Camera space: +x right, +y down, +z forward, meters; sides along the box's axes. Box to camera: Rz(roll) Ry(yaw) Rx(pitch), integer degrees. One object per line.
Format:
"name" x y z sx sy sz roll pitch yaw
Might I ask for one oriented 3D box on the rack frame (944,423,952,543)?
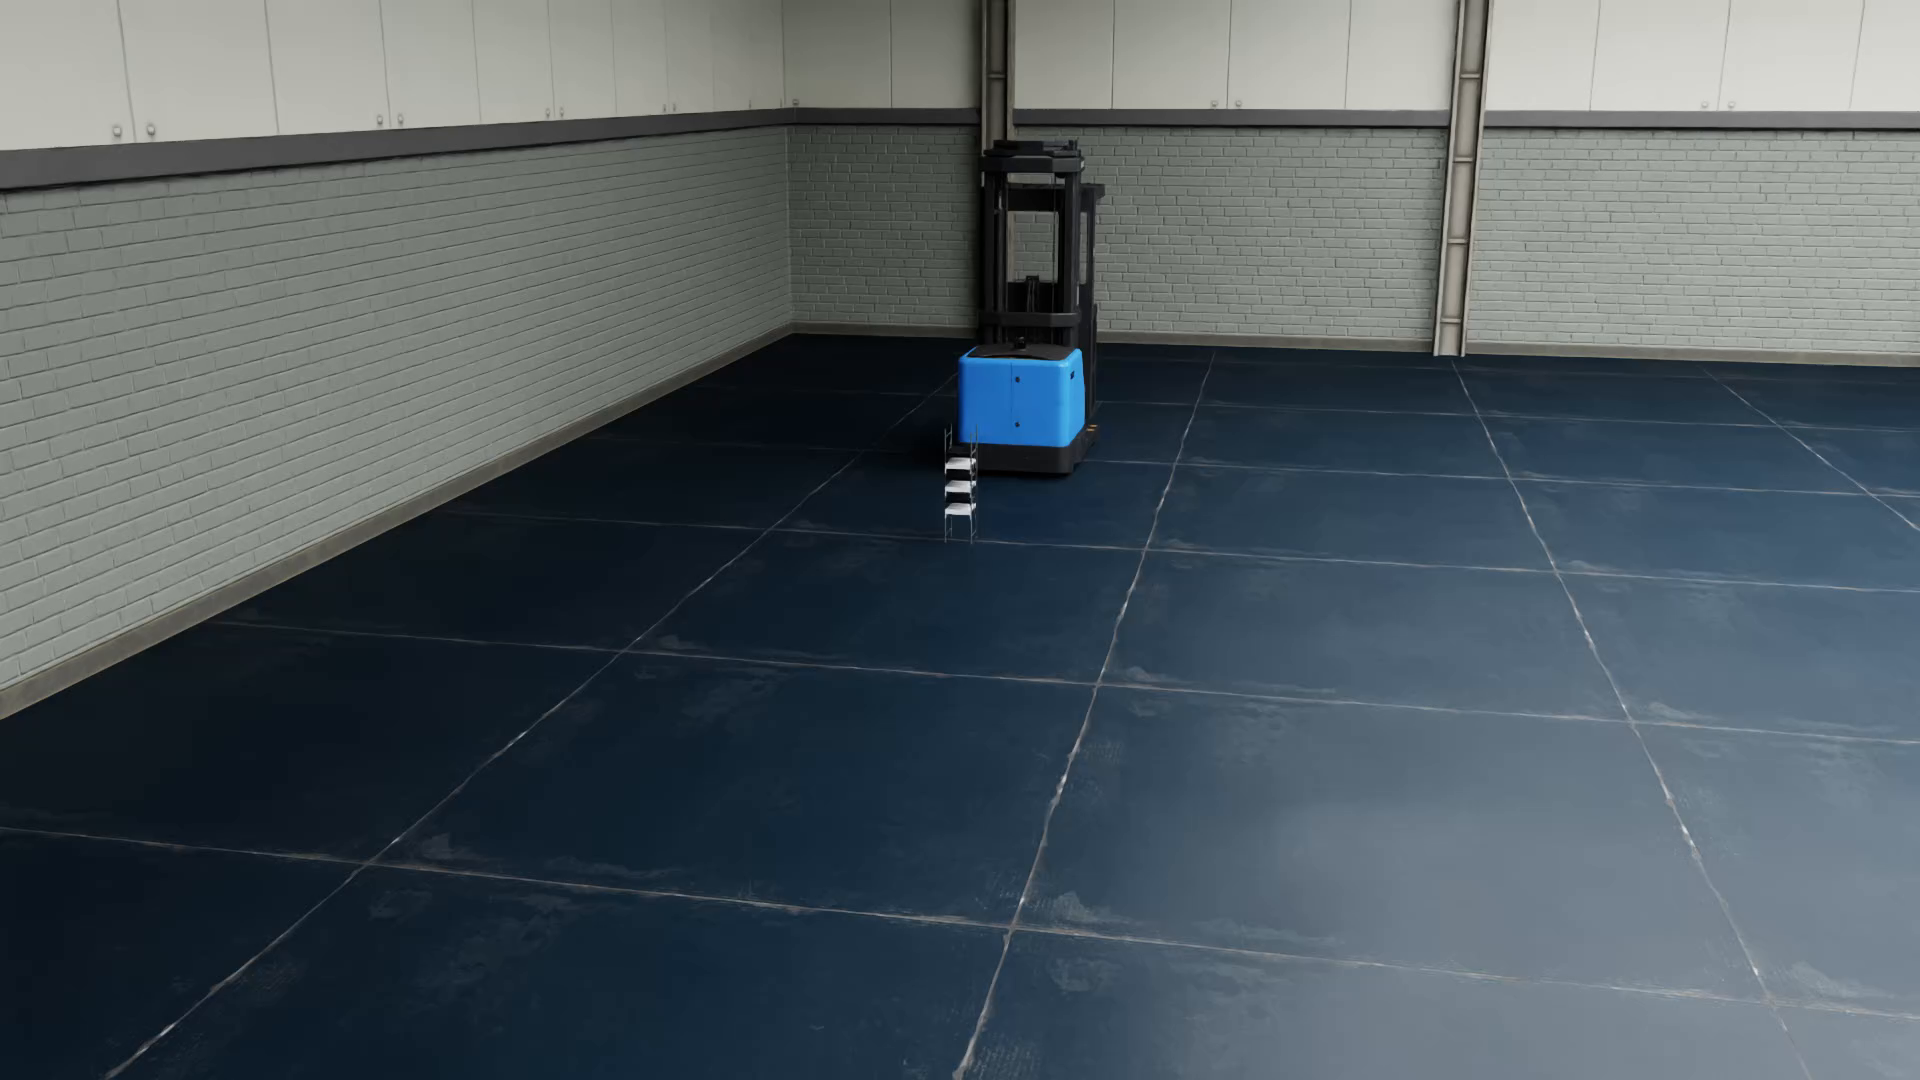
"rack frame" -0.092 -0.439 12.890 0.006 0.900 0.240 3 16 11

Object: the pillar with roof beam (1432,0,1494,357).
"pillar with roof beam" 5.530 -5.639 16.492 0.400 9.000 9.100 3 16 11

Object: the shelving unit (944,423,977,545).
"shelving unit" 0.008 -0.433 12.870 0.210 0.900 0.258 3 16 11

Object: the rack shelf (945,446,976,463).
"rack shelf" 0.008 -0.661 12.807 0.200 0.077 0.258 3 16 11

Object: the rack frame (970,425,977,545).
"rack frame" 0.108 -0.428 12.851 0.006 0.900 0.240 3 16 11

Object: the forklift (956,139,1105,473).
"forklift" 0.779 -2.359 16.018 1.130 2.935 3.031 3 16 12

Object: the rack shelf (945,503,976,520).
"rack shelf" 0.008 -0.228 12.927 0.200 0.077 0.258 3 16 11

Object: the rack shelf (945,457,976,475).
"rack shelf" 0.008 -0.575 12.831 0.200 0.077 0.258 3 16 11

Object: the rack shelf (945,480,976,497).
"rack shelf" 0.008 -0.401 12.879 0.200 0.077 0.258 3 16 11

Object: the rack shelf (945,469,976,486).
"rack shelf" 0.008 -0.488 12.855 0.200 0.077 0.258 3 16 11

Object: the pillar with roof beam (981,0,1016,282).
"pillar with roof beam" -0.350 -5.958 17.644 0.400 9.000 9.100 3 16 11

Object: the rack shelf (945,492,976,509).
"rack shelf" 0.008 -0.314 12.903 0.200 0.077 0.258 3 16 11
